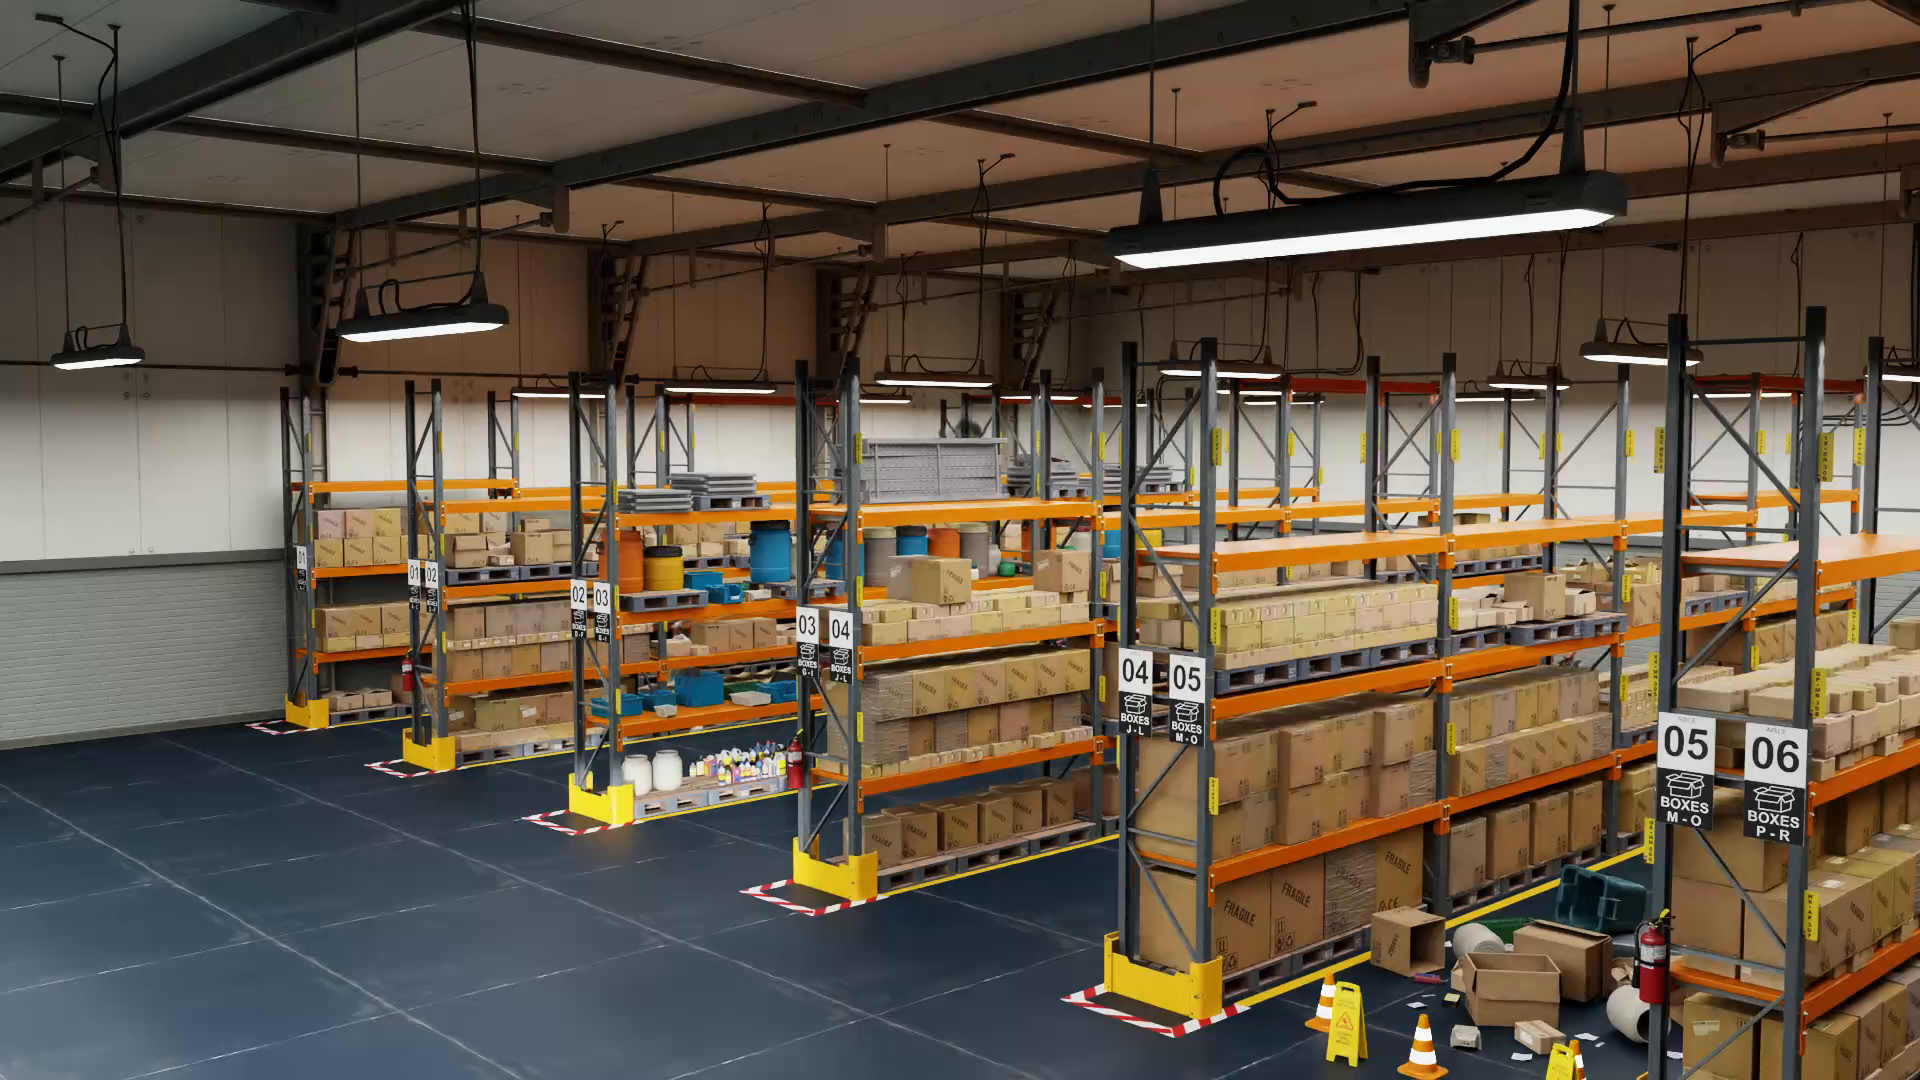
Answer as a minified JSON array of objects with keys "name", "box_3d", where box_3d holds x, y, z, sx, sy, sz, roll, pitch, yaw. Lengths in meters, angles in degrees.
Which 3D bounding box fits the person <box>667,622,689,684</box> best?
[{"name":"person","box_3d":[-5.266,2.369,31.212,0.808,1.655,0.607,-4,5,-44]}]

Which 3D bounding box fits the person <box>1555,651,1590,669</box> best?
[{"name":"person","box_3d":[9.990,2.570,27.222,0.594,1.681,0.658,-4,5,-45]}]
